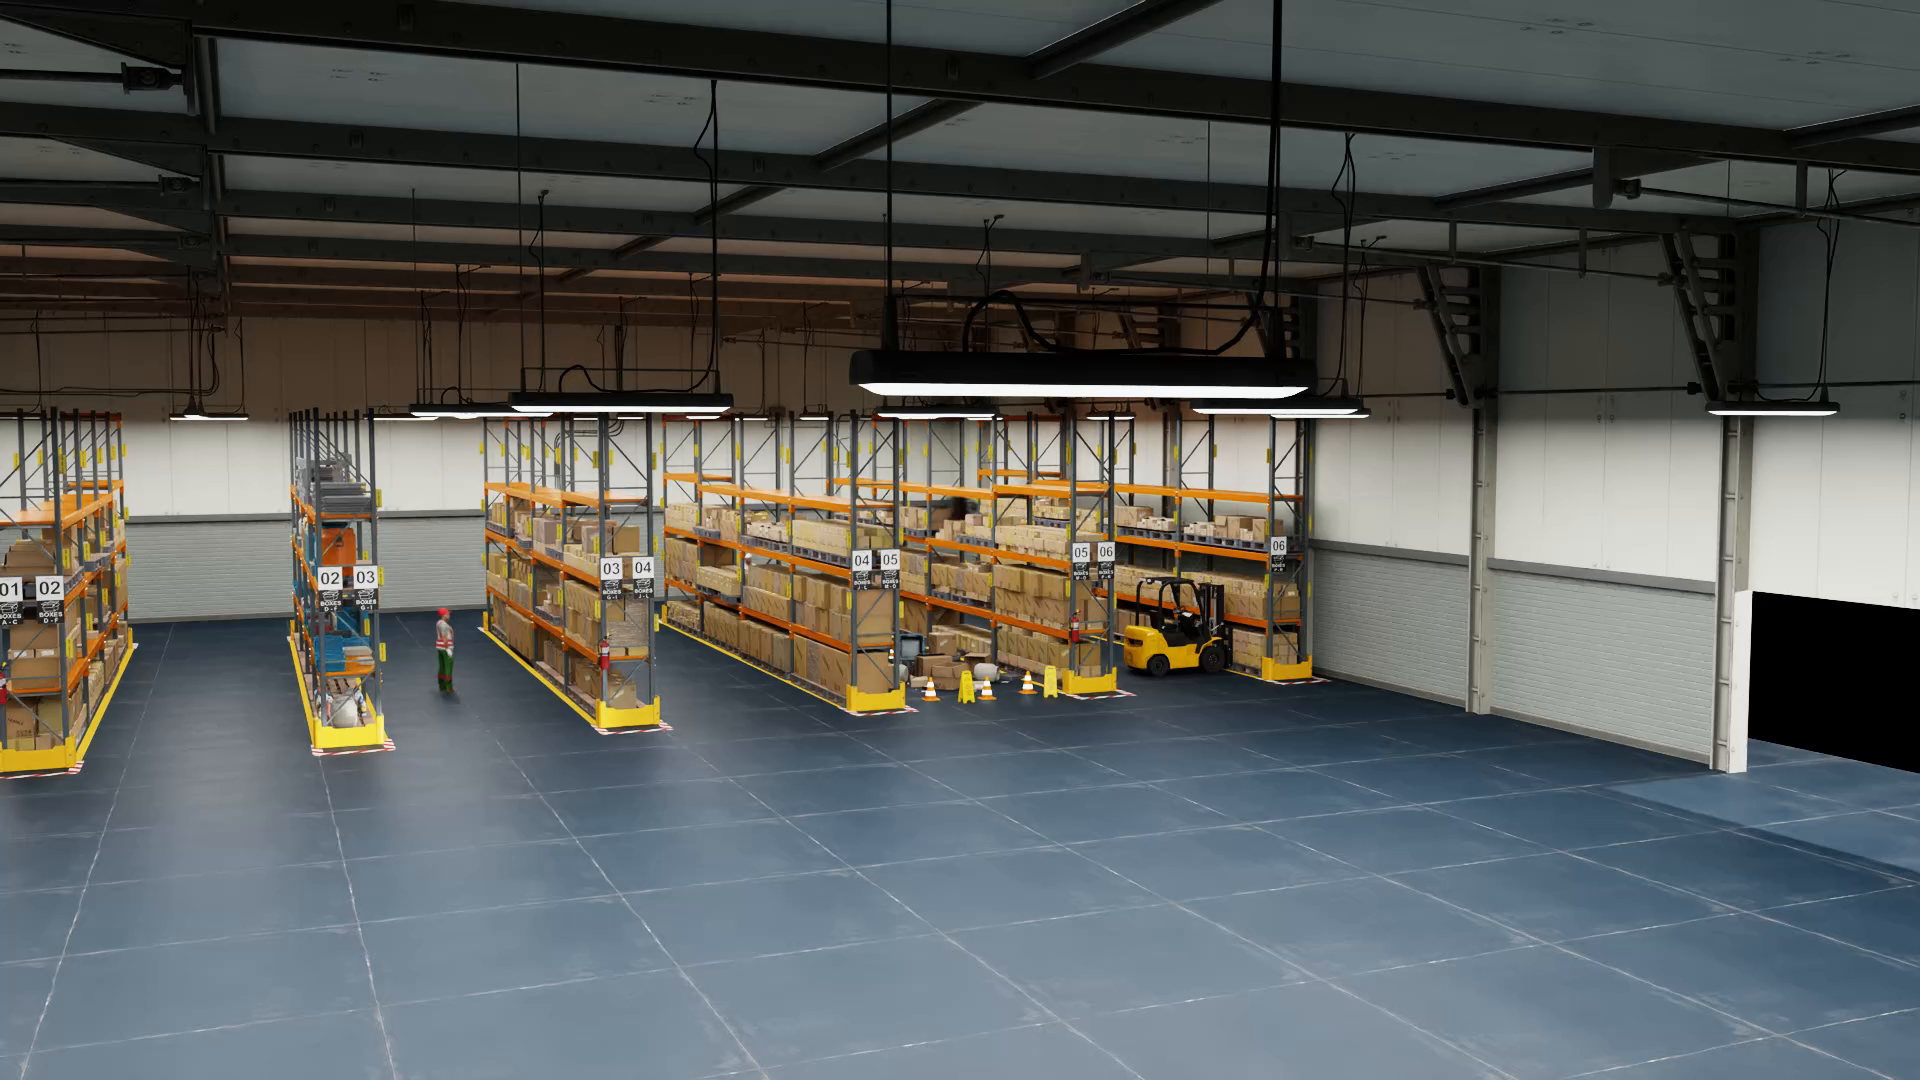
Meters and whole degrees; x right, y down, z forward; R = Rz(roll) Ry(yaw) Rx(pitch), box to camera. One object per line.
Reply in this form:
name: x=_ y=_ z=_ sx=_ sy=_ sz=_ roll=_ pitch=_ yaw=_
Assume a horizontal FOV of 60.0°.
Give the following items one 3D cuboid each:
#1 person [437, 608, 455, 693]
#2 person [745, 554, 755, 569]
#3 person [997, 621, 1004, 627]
person: x=-10.968 y=2.340 z=35.503 sx=0.407 sy=1.796 sz=0.563 roll=-4 pitch=5 yaw=-43
person: x=-6.383 y=1.319 z=50.283 sx=0.603 sy=1.799 sz=0.505 roll=0 pitch=4 yaw=0
person: x=1.086 y=1.599 z=46.907 sx=0.334 sy=1.670 sz=0.479 roll=-2 pitch=5 yaw=-31
